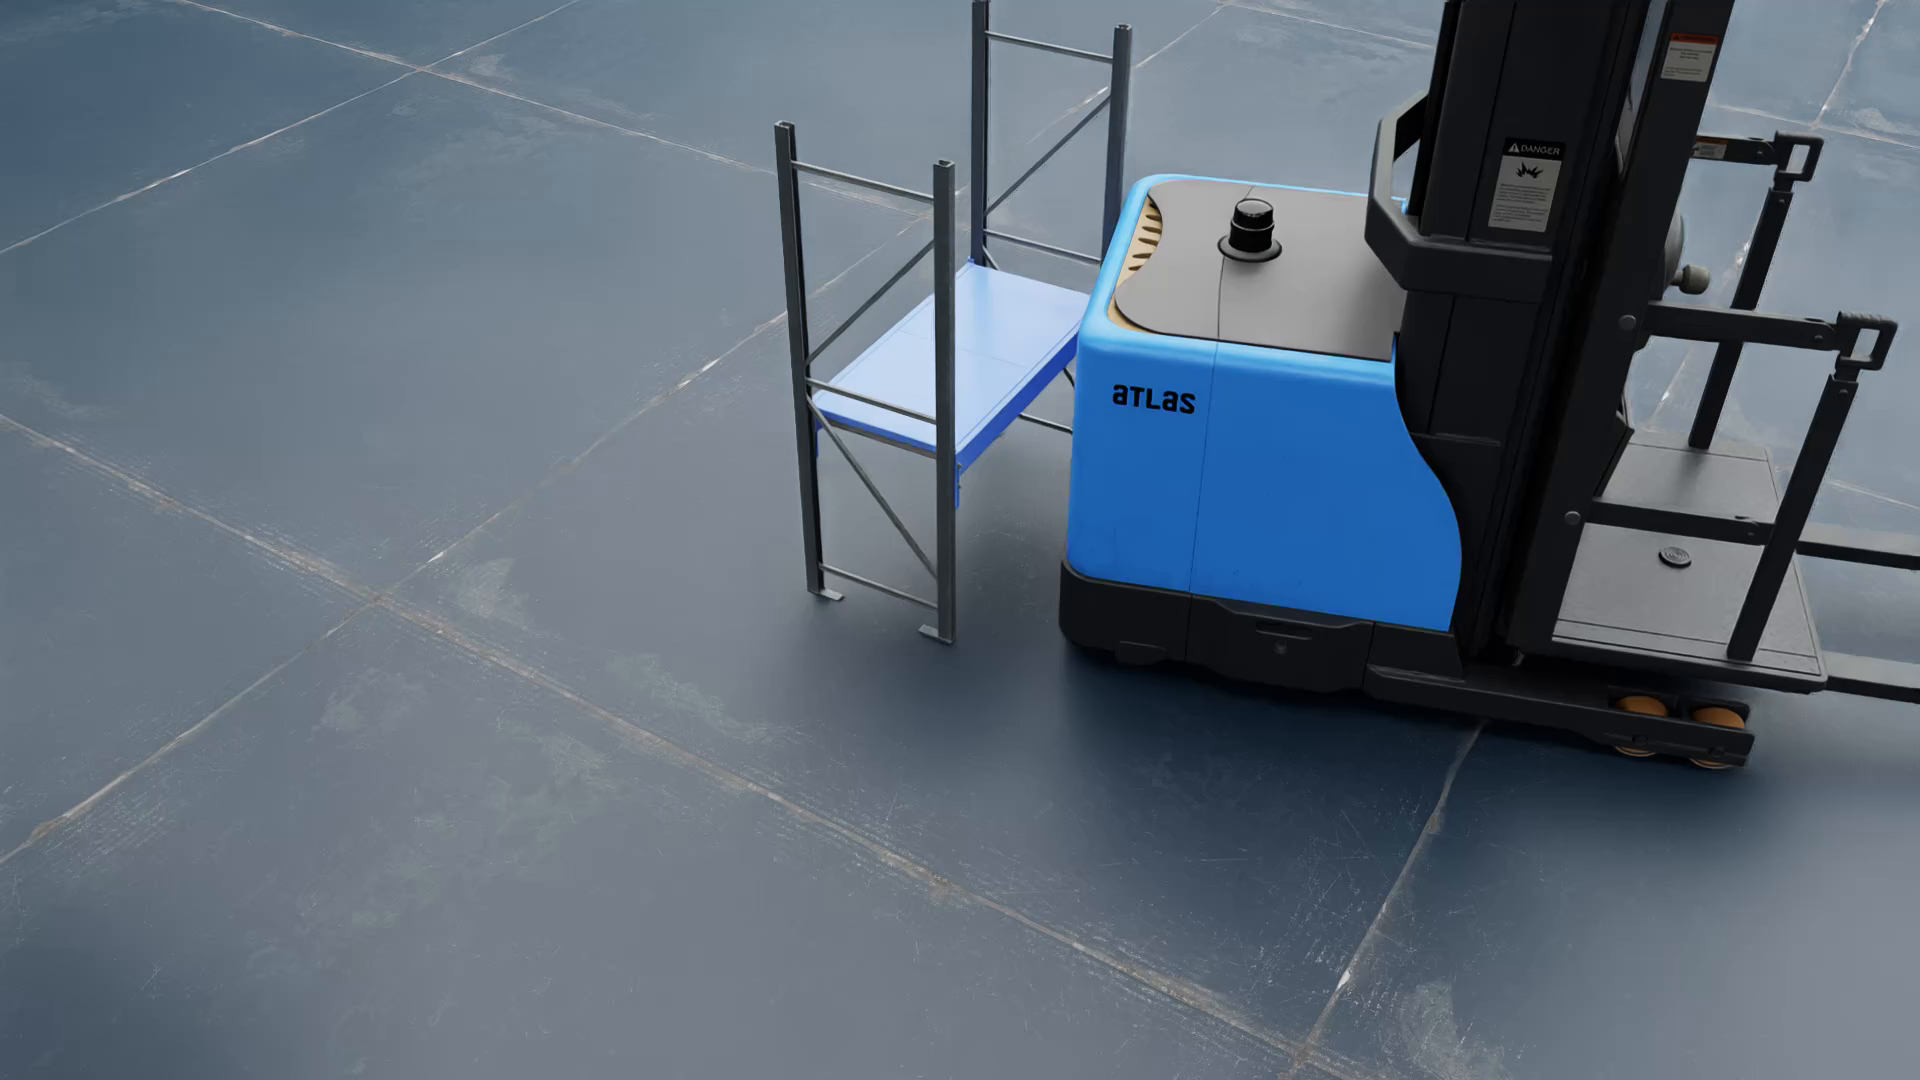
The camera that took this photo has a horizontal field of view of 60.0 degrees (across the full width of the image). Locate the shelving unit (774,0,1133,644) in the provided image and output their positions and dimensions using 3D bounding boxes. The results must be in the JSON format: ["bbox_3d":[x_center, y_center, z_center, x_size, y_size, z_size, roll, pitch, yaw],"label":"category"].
[{"bbox_3d":[0.011,-0.643,4.855,0.538,1.500,1.048,19,41,23],"label":"shelving unit"}]

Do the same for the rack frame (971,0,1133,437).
[{"bbox_3d":[0.260,-0.913,5.207,0.500,1.500,0.032,19,41,23],"label":"rack frame"}]

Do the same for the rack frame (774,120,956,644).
[{"bbox_3d":[-0.238,-0.372,4.504,0.500,1.500,0.032,19,41,23],"label":"rack frame"}]

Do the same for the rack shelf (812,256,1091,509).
[{"bbox_3d":[0.011,-0.500,4.965,0.538,0.185,1.000,19,41,23],"label":"rack shelf"}]

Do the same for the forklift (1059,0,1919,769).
[{"bbox_3d":[1.860,-0.907,4.026,3.031,2.935,1.130,8,38,11],"label":"forklift"}]
